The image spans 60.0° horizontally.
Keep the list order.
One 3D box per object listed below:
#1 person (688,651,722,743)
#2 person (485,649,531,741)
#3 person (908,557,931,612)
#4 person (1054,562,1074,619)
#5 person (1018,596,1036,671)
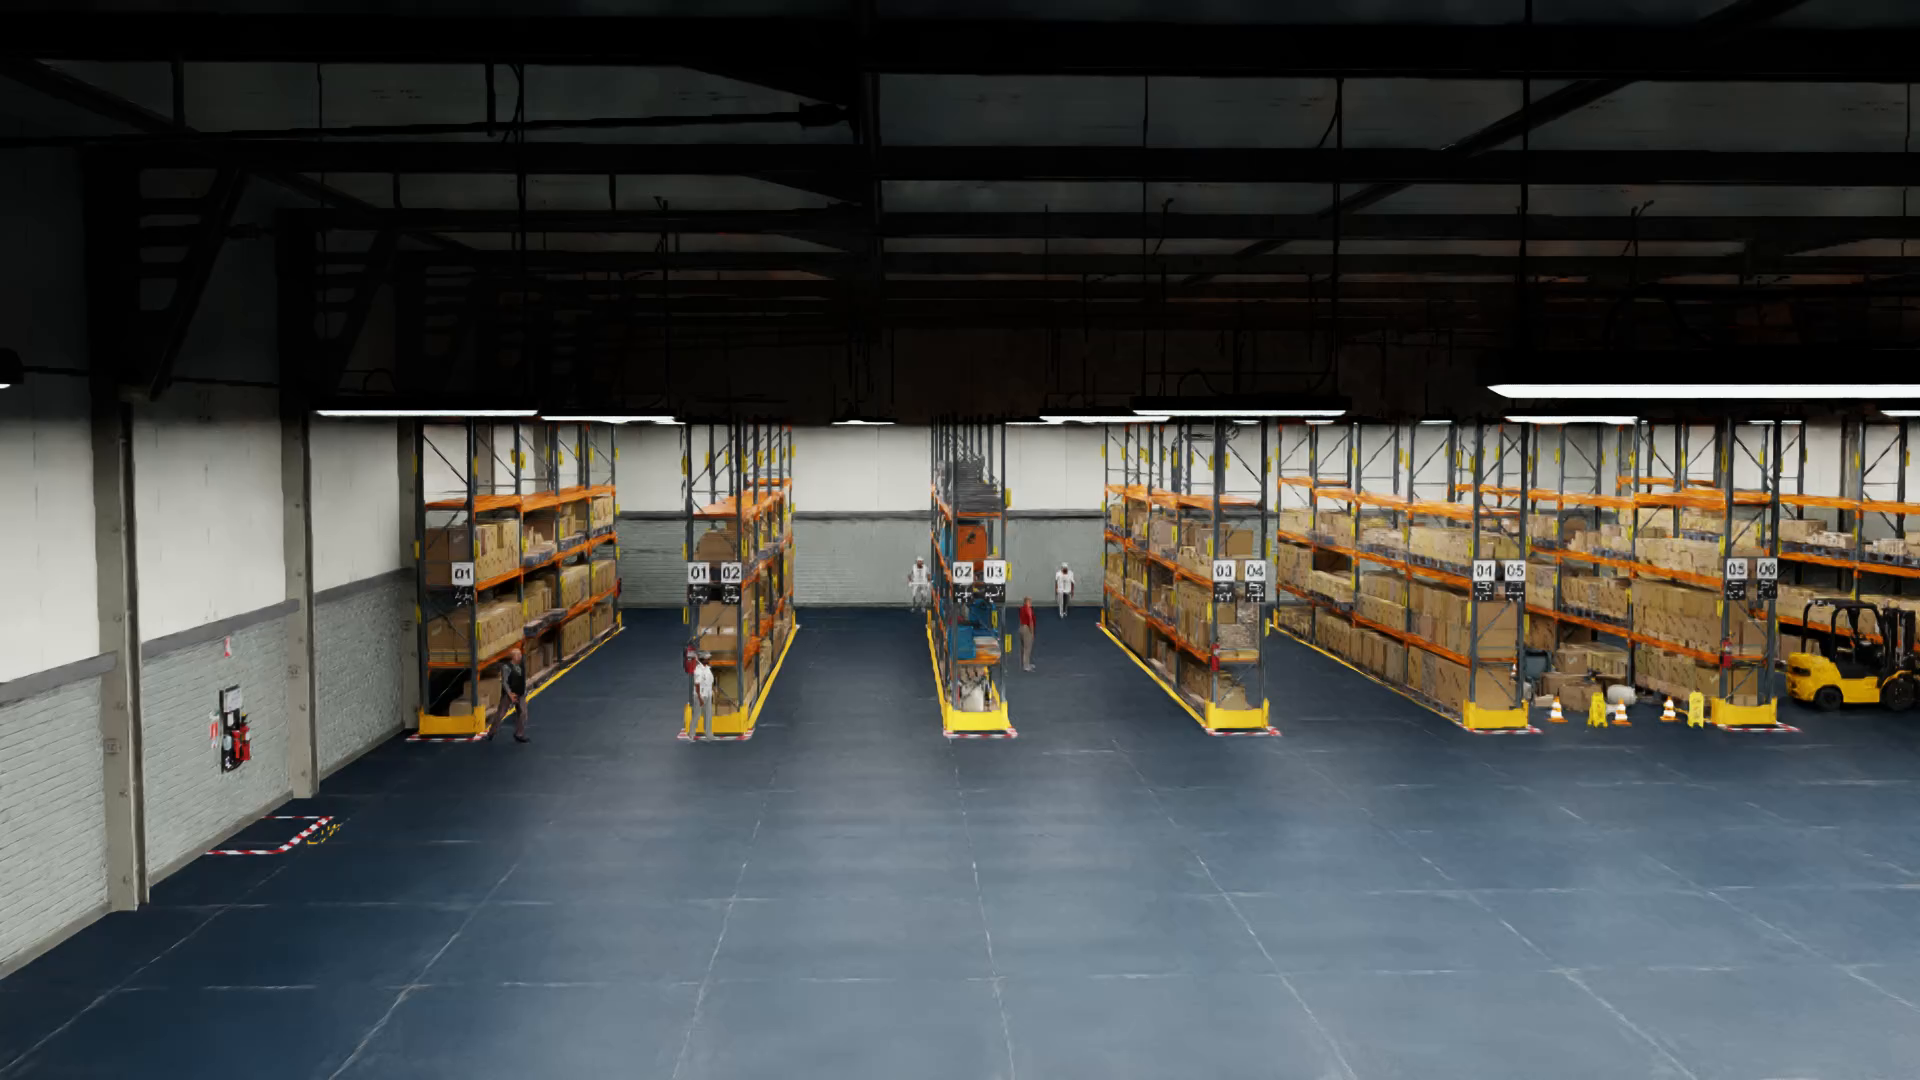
[{"bbox_3d":[-4.667,2.837,30.128,0.481,1.674,0.586,2,4,24],"label":"person"},{"bbox_3d":[-8.226,2.824,30.223,0.716,1.694,0.702,3,5,38],"label":"person"},{"bbox_3d":[-1.252,1.373,51.325,0.702,1.735,0.549,0,4,-3],"label":"person"},{"bbox_3d":[3.128,1.491,49.645,0.575,1.689,1.129,0,4,-4],"label":"person"},{"bbox_3d":[1.623,2.178,39.174,0.476,1.738,0.625,-2,4,-25],"label":"person"}]
